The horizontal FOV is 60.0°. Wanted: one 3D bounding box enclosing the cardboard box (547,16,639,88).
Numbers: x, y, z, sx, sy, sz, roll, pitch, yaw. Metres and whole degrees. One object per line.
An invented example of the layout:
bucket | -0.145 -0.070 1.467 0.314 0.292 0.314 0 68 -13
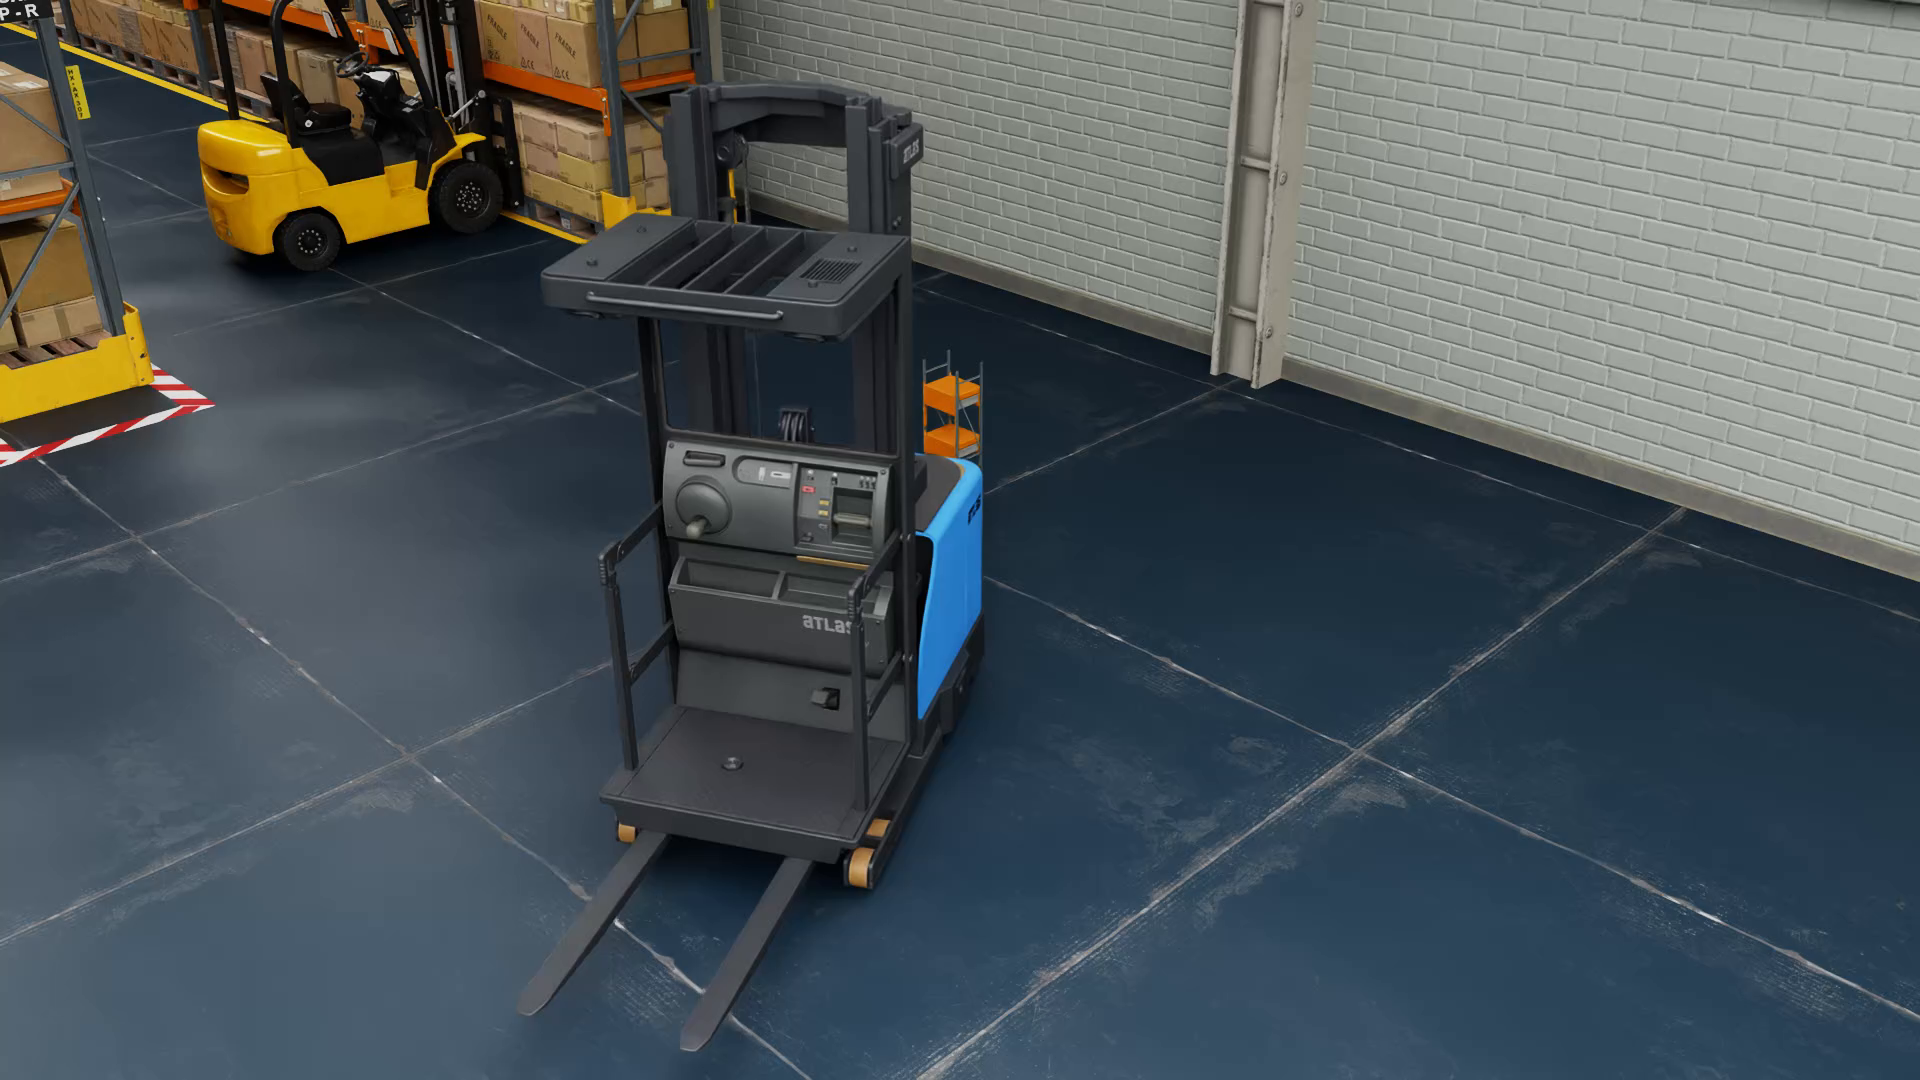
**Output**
cardboard box | -2.985 -4.009 13.543 0.500 0.500 0.500 24 36 37

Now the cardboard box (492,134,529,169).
cardboard box | -3.749 -3.465 14.583 0.500 0.250 0.500 24 36 37

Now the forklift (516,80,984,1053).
forklift | -0.781 -0.116 6.321 1.130 2.935 3.031 8 29 14

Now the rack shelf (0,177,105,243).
rack shelf | -7.353 -2.577 11.700 4.000 0.370 1.077 25 36 38

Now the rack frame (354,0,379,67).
rack frame | -5.302 -5.196 15.909 0.127 3.000 1.000 25 36 38

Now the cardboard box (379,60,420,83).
cardboard box | -5.177 -4.346 15.720 0.500 0.250 0.500 24 36 38

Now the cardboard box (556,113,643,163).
cardboard box | -2.997 -3.349 13.825 0.500 0.250 0.500 -24 36 -38

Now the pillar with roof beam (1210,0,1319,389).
pillar with roof beam | -1.054 -3.686 6.591 0.400 9.000 9.100 25 36 38

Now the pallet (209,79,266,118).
pallet | -7.595 -4.986 18.505 1.213 0.211 1.003 25 36 38

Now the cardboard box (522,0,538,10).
cardboard box | -3.407 -4.506 13.791 0.250 0.149 0.380 24 36 38

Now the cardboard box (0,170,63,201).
cardboard box | -6.024 -2.311 10.692 0.250 0.149 0.380 25 37 39

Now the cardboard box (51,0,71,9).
cardboard box | -11.864 -6.983 21.794 0.396 0.266 0.258 -24 36 -37

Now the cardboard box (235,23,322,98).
cardboard box | -7.248 -5.217 18.050 0.875 0.625 0.625 -24 36 -38

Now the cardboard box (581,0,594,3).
cardboard box | -2.853 -4.401 13.273 0.250 0.149 0.380 25 36 38

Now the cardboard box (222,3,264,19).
cardboard box | -8.308 -6.142 19.244 0.380 0.149 0.250 -23 35 -37

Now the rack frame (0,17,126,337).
rack frame | -5.927 -2.242 10.292 0.127 3.000 1.000 25 36 38

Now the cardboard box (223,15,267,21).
cardboard box | -8.258 -5.811 19.314 0.500 0.500 0.500 -24 36 -37

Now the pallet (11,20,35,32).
pallet | -12.370 -7.195 22.706 1.213 0.211 1.003 25 36 38

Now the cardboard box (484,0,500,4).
cardboard box | -3.825 -4.653 14.071 0.250 0.149 0.380 25 37 39

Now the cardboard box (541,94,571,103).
cardboard box | -3.368 -3.851 14.779 0.500 0.250 0.500 24 36 38

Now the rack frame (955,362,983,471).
rack frame | 0.049 -0.442 8.963 0.008 1.050 0.200 25 36 38

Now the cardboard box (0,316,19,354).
cardboard box | -6.709 -1.394 11.181 0.500 0.250 0.500 24 36 38

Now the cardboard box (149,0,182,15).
cardboard box | -9.214 -6.226 19.404 0.380 0.149 0.250 -24 36 -38

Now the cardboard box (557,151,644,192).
cardboard box | -3.016 -3.136 13.957 0.500 0.250 0.500 24 36 38

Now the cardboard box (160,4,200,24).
cardboard box | -8.901 -6.024 19.021 0.250 0.149 0.380 22 35 36

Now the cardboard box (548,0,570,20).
cardboard box | -3.097 -4.316 13.431 0.380 0.149 0.250 -25 36 -38

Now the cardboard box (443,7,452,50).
cardboard box | -4.424 -4.680 14.819 0.500 0.500 0.500 24 36 38

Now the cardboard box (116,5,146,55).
cardboard box | -9.715 -6.147 19.953 0.500 0.500 0.500 23 35 37

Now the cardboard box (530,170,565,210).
cardboard box | -3.354 -3.074 14.376 0.500 0.250 0.500 25 36 38

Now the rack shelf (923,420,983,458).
rack shelf | -0.038 -0.473 9.044 0.240 0.259 0.215 25 36 38

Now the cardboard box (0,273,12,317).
cardboard box | -6.681 -1.718 10.992 0.500 0.500 0.500 25 37 39

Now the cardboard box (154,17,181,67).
cardboard box | -8.956 -5.814 19.319 0.500 0.500 0.500 24 36 38

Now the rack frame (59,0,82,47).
rack frame | -11.007 -7.806 20.873 0.127 3.000 1.000 25 36 38

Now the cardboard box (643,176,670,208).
cardboard box | -2.663 -3.085 14.397 0.500 0.250 0.500 25 37 39

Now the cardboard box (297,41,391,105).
cardboard box | -6.230 -4.753 17.167 0.625 0.625 0.875 24 36 38

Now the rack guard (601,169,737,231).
rack guard | -2.433 -2.777 13.994 0.348 0.500 1.175 25 36 38

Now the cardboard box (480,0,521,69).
cardboard box | -3.714 -4.348 14.189 0.500 0.500 0.500 24 36 37

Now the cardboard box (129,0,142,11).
cardboard box | -9.610 -6.387 19.711 0.250 0.149 0.380 23 35 36

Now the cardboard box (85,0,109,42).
cardboard box | -10.433 -6.483 20.591 0.500 0.500 0.500 24 36 38

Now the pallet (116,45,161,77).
pallet | -9.526 -5.921 20.284 1.213 0.211 1.003 25 36 38

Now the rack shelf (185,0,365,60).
rack shelf | -6.728 -5.530 17.317 4.000 0.370 1.077 25 36 38

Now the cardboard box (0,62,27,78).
cardboard box | -6.442 -2.833 10.988 0.500 0.500 0.500 -24 36 -38

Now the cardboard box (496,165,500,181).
cardboard box | -4.091 -3.402 15.000 0.500 0.250 0.500 -24 36 -38

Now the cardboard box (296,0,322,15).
cardboard box | -6.207 -5.370 16.400 0.500 0.250 0.500 24 36 38

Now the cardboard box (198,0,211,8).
cardboard box | -8.712 -6.292 19.530 0.380 0.149 0.250 -25 37 -39

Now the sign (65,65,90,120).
sign | -5.547 -2.806 10.433 0.005 0.325 0.100 25 36 38

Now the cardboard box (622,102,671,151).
cardboard box | -2.660 -3.522 14.154 0.500 0.250 0.500 24 36 38

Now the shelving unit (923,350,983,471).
shelving unit | -0.038 -0.482 9.039 0.252 1.050 0.215 25 36 38

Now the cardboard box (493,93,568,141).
cardboard box | -3.732 -3.675 14.445 0.500 0.250 0.500 -25 37 -39

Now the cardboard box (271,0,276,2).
cardboard box | -6.913 -5.708 17.043 0.500 0.250 0.500 -24 36 -38

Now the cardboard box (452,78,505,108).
cardboard box | -4.457 -4.017 15.095 0.500 0.250 0.500 -24 36 -38

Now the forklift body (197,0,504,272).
forklift body | -5.081 -3.529 13.650 1.214 2.155 2.313 25 36 38

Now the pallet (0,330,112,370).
pallet | -6.536 -1.310 11.514 1.213 0.211 1.003 25 36 38

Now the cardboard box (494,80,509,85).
cardboard box | -4.093 -4.181 15.408 0.500 0.250 0.500 25 37 39

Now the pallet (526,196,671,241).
pallet | -3.025 -2.892 14.524 1.213 0.211 1.003 25 36 38

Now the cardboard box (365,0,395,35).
cardboard box | -5.169 -5.009 15.446 0.500 0.500 0.500 23 36 37

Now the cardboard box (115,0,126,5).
cardboard box | -9.962 -6.562 20.045 0.380 0.149 0.250 -24 36 -37
